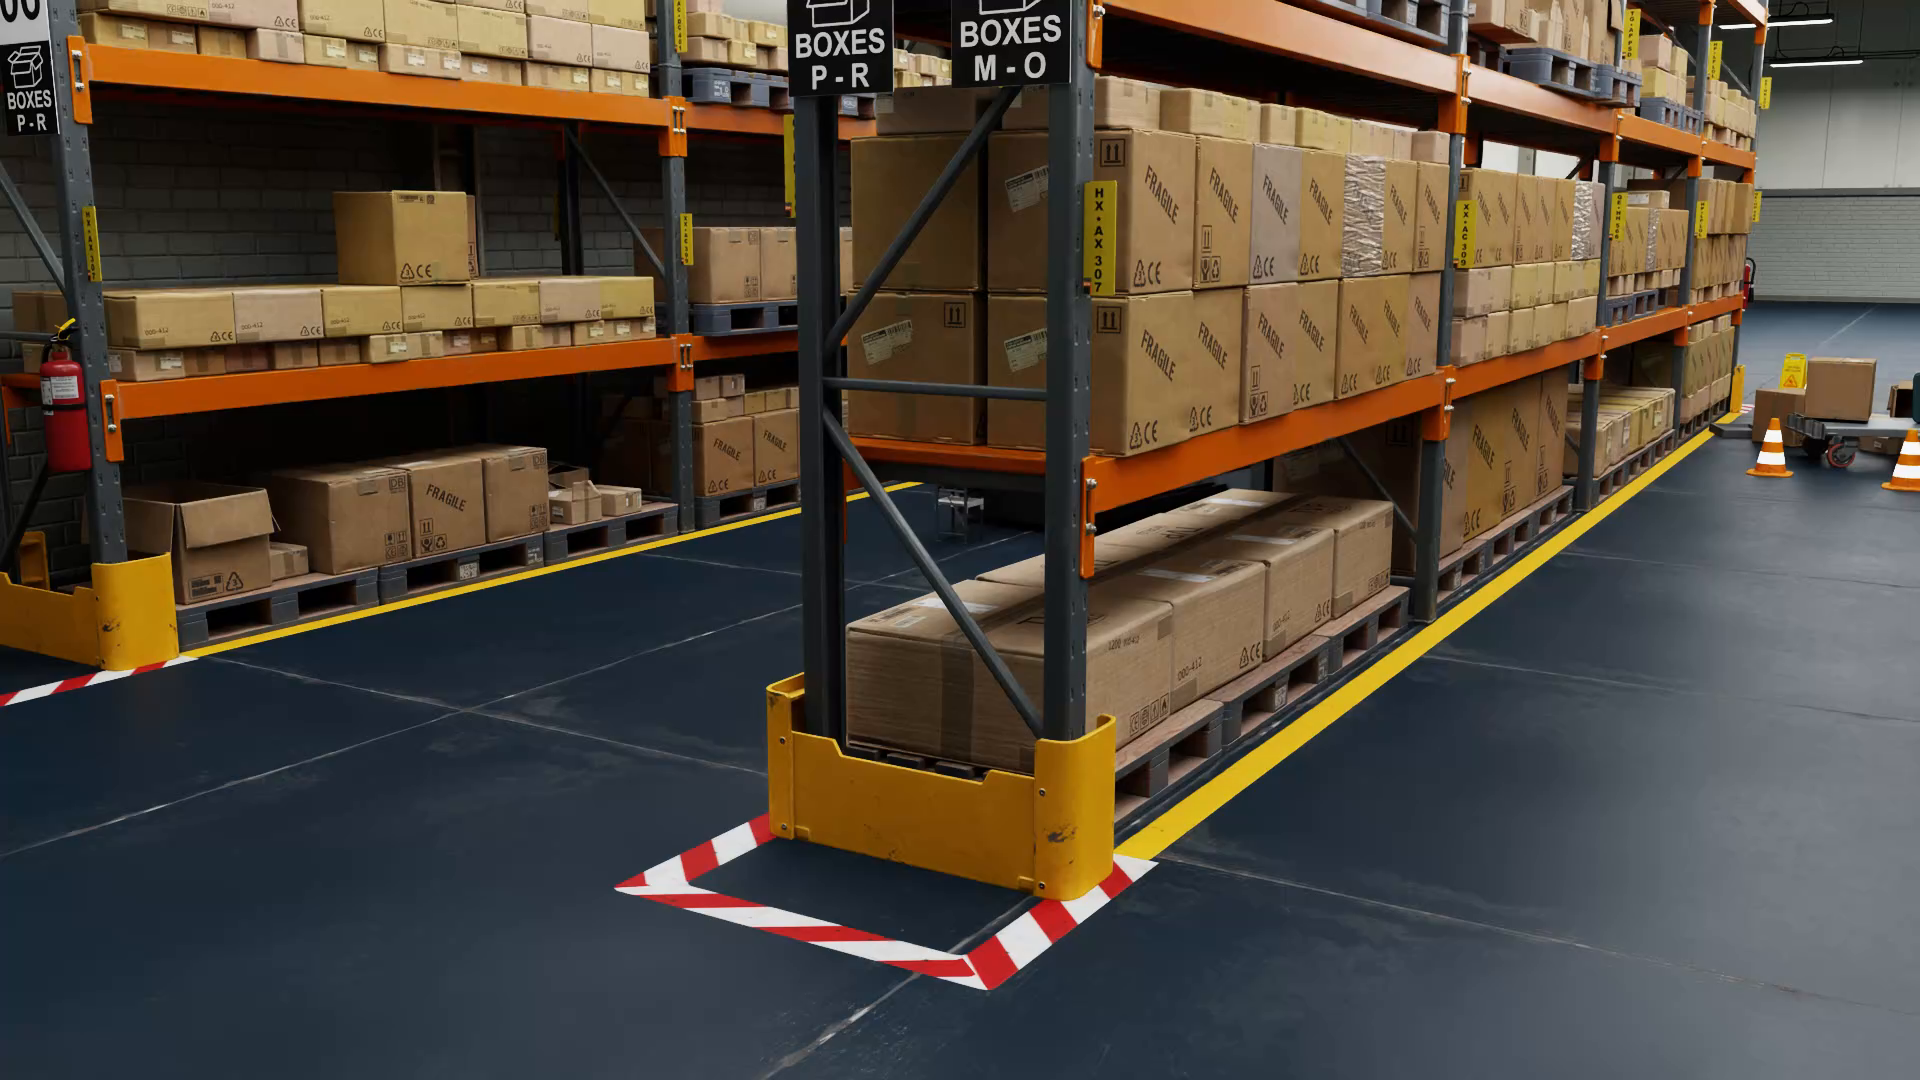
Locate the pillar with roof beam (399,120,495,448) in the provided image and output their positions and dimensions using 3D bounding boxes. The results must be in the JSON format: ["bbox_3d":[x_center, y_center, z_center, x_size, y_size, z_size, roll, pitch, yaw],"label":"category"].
[{"bbox_3d":[0.313,-4.080,8.207,9.100,9.000,0.400,6,12,31],"label":"pillar with roof beam"}]

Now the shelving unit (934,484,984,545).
[{"bbox_3d":[-0.004,-0.441,10.779,0.258,0.900,0.210,6,12,31],"label":"shelving unit"}]

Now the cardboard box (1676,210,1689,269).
[{"bbox_3d":[6.120,-2.658,14.691,0.500,0.500,0.500,6,12,30],"label":"cardboard box"}]

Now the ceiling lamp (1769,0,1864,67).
[{"bbox_3d":[20.493,-12.904,39.480,2.000,3.185,0.800,6,12,31],"label":"ceiling lamp"}]

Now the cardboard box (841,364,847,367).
[{"bbox_3d":[-0.855,-1.400,14.085,0.380,0.149,0.250,7,13,32],"label":"cardboard box"}]

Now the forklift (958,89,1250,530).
[{"bbox_3d":[1.311,-1.716,12.071,1.130,2.935,3.031,9,14,39],"label":"forklift"}]

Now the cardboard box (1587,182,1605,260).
[{"bbox_3d":[4.042,-2.156,11.242,0.500,0.500,0.500,6,12,29],"label":"cardboard box"}]

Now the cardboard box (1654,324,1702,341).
[{"bbox_3d":[6.817,-1.974,15.790,0.380,0.149,0.250,7,12,32],"label":"cardboard box"}]

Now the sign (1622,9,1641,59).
[{"bbox_3d":[4.557,-3.434,11.291,0.100,0.325,0.005,6,12,31],"label":"sign"}]

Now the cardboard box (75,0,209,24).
[{"bbox_3d":[-3.847,-2.527,7.665,0.500,0.250,0.500,6,12,30],"label":"cardboard box"}]

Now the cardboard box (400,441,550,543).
[{"bbox_3d":[-2.896,-0.296,9.948,0.700,0.500,0.500,6,12,29],"label":"cardboard box"}]

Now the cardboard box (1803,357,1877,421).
[{"bbox_3d":[7.700,-1.329,14.549,0.500,0.500,0.500,6,12,31],"label":"cardboard box"}]

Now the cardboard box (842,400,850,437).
[{"bbox_3d":[-0.985,-0.842,12.866,0.500,0.500,0.500,6,12,29],"label":"cardboard box"}]

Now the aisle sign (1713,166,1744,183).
[{"bbox_3d":[8.520,-4.239,18.297,0.394,0.787,0.004,6,12,31],"label":"aisle sign"}]

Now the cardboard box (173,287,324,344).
[{"bbox_3d":[-3.583,-1.134,8.375,0.500,0.250,0.500,7,12,31],"label":"cardboard box"}]

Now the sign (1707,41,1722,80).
[{"bbox_3d":[6.640,-4.220,14.632,0.100,0.325,0.005,6,12,31],"label":"sign"}]

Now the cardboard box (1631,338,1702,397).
[{"bbox_3d":[6.701,-1.641,15.775,0.500,0.500,0.500,7,13,33],"label":"cardboard box"}]

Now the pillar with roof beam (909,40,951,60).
[{"bbox_3d":[3.428,-5.024,13.248,9.100,9.000,0.400,6,12,31],"label":"pillar with roof beam"}]

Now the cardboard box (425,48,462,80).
[{"bbox_3d":[-2.942,-2.587,9.067,0.380,0.149,0.250,7,13,32],"label":"cardboard box"}]

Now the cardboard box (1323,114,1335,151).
[{"bbox_3d":[1.290,-1.638,6.713,0.380,0.149,0.250,6,12,31],"label":"cardboard box"}]

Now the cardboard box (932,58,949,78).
[{"bbox_3d":[-0.310,-3.824,13.508,0.380,0.149,0.250,6,12,29],"label":"cardboard box"}]

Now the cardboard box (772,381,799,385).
[{"bbox_3d":[-1.196,-1.105,12.507,0.380,0.149,0.250,7,13,33],"label":"cardboard box"}]

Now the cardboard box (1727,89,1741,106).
[{"bbox_3d":[7.550,-4.397,16.566,0.380,0.149,0.250,7,13,32],"label":"cardboard box"}]

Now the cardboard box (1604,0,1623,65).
[{"bbox_3d":[4.020,-3.379,11.194,0.797,0.503,0.637,6,12,27],"label":"cardboard box"}]

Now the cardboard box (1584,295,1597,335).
[{"bbox_3d":[4.046,-1.543,11.368,0.500,0.250,0.500,6,12,29],"label":"cardboard box"}]

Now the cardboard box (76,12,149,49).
[{"bbox_3d":[-3.947,-2.316,7.617,0.380,0.149,0.250,7,13,32],"label":"cardboard box"}]

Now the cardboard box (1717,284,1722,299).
[{"bbox_3d":[7.625,-2.569,17.122,0.380,0.149,0.250,6,12,30],"label":"cardboard box"}]

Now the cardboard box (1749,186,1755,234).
[{"bbox_3d":[8.162,-3.565,17.963,0.700,0.500,0.500,6,12,29],"label":"cardboard box"}]

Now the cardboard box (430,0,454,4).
[{"bbox_3d":[-3.081,-3.015,8.910,0.500,0.250,0.500,7,13,32],"label":"cardboard box"}]

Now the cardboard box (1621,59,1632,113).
[{"bbox_3d":[4.587,-3.393,12.417,0.700,0.500,0.500,6,12,31],"label":"cardboard box"}]

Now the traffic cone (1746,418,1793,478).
[{"bbox_3d":[6.716,-0.775,13.749,0.336,0.463,0.334,6,12,31],"label":"traffic cone"}]

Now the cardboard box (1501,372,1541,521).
[{"bbox_3d":[3.191,-0.643,10.783,0.875,0.875,0.875,7,12,31],"label":"cardboard box"}]

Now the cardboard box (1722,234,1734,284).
[{"bbox_3d":[7.667,-2.906,17.162,0.500,0.500,0.500,6,12,30],"label":"cardboard box"}]

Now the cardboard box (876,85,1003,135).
[{"bbox_3d":[-0.051,-1.398,5.434,0.380,0.149,0.250,7,12,31],"label":"cardboard box"}]

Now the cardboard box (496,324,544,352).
[{"bbox_3d":[-2.683,-1.200,9.812,0.380,0.149,0.250,6,12,30],"label":"cardboard box"}]

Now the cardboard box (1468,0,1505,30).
[{"bbox_3d":[2.569,-2.752,8.491,0.396,0.266,0.258,6,12,30],"label":"cardboard box"}]

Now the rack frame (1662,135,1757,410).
[{"bbox_3d":[8.240,-2.979,18.632,1.000,3.000,0.127,6,12,31],"label":"rack frame"}]

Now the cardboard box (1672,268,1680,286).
[{"bbox_3d":[6.132,-2.326,14.683,0.380,0.149,0.250,7,12,32],"label":"cardboard box"}]

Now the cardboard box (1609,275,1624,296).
[{"bbox_3d":[4.771,-1.917,12.501,0.380,0.149,0.250,5,12,27],"label":"cardboard box"}]

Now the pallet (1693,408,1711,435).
[{"bbox_3d":[7.115,-1.281,17.140,1.003,0.211,1.213,6,12,31],"label":"pallet"}]

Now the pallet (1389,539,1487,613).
[{"bbox_3d":[2.346,0.150,9.495,1.003,0.211,1.213,6,12,31],"label":"pallet"}]

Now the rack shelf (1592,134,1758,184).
[{"bbox_3d":[7.202,-3.786,16.742,1.077,0.370,4.000,6,12,31],"label":"rack shelf"}]

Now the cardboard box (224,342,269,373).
[{"bbox_3d":[-3.706,-0.928,8.356,0.380,0.149,0.250,6,12,30],"label":"cardboard box"}]

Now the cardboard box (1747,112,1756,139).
[{"bbox_3d":[8.205,-4.420,17.775,0.500,0.250,0.500,6,12,30],"label":"cardboard box"}]

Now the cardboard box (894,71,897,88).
[{"bbox_3d":[-0.709,-3.557,12.891,0.380,0.149,0.250,7,12,31],"label":"cardboard box"}]

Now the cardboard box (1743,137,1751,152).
[{"bbox_3d":[8.193,-4.205,17.711,0.380,0.149,0.250,6,12,31],"label":"cardboard box"}]

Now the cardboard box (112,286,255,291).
[{"bbox_3d":[-4.030,-1.188,8.662,0.500,0.250,0.500,6,12,31],"label":"cardboard box"}]

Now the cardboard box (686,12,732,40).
[{"bbox_3d":[-1.704,-3.324,10.780,0.380,0.149,0.250,7,13,32],"label":"cardboard box"}]

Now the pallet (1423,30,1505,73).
[{"bbox_3d":[2.444,-2.621,9.088,0.805,0.209,1.217,6,12,28],"label":"pallet"}]

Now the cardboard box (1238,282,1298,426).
[{"bbox_3d":[0.946,-0.721,6.296,0.500,0.500,0.500,6,12,30],"label":"cardboard box"}]

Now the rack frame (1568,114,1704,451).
[{"bbox_3d":[6.164,-2.350,15.272,1.000,3.000,0.127,6,12,31],"label":"rack frame"}]

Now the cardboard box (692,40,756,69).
[{"bbox_3d":[-1.575,-3.219,11.028,0.380,0.149,0.250,7,12,31],"label":"cardboard box"}]

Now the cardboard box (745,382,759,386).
[{"bbox_3d":[-1.739,-1.110,12.534,0.380,0.149,0.250,7,13,32],"label":"cardboard box"}]

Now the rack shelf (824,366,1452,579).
[{"bbox_3d":[0.972,-0.424,6.937,1.077,0.370,4.000,6,12,31],"label":"rack shelf"}]

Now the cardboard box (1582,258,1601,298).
[{"bbox_3d":[4.052,-1.793,11.343,0.500,0.250,0.500,6,12,30],"label":"cardboard box"}]

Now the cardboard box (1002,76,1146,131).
[{"bbox_3d":[0.354,-1.352,5.187,0.380,0.149,0.250,7,13,32],"label":"cardboard box"}]

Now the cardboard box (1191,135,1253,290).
[{"bbox_3d":[0.688,-1.134,5.785,0.500,0.500,0.500,6,12,29],"label":"cardboard box"}]
